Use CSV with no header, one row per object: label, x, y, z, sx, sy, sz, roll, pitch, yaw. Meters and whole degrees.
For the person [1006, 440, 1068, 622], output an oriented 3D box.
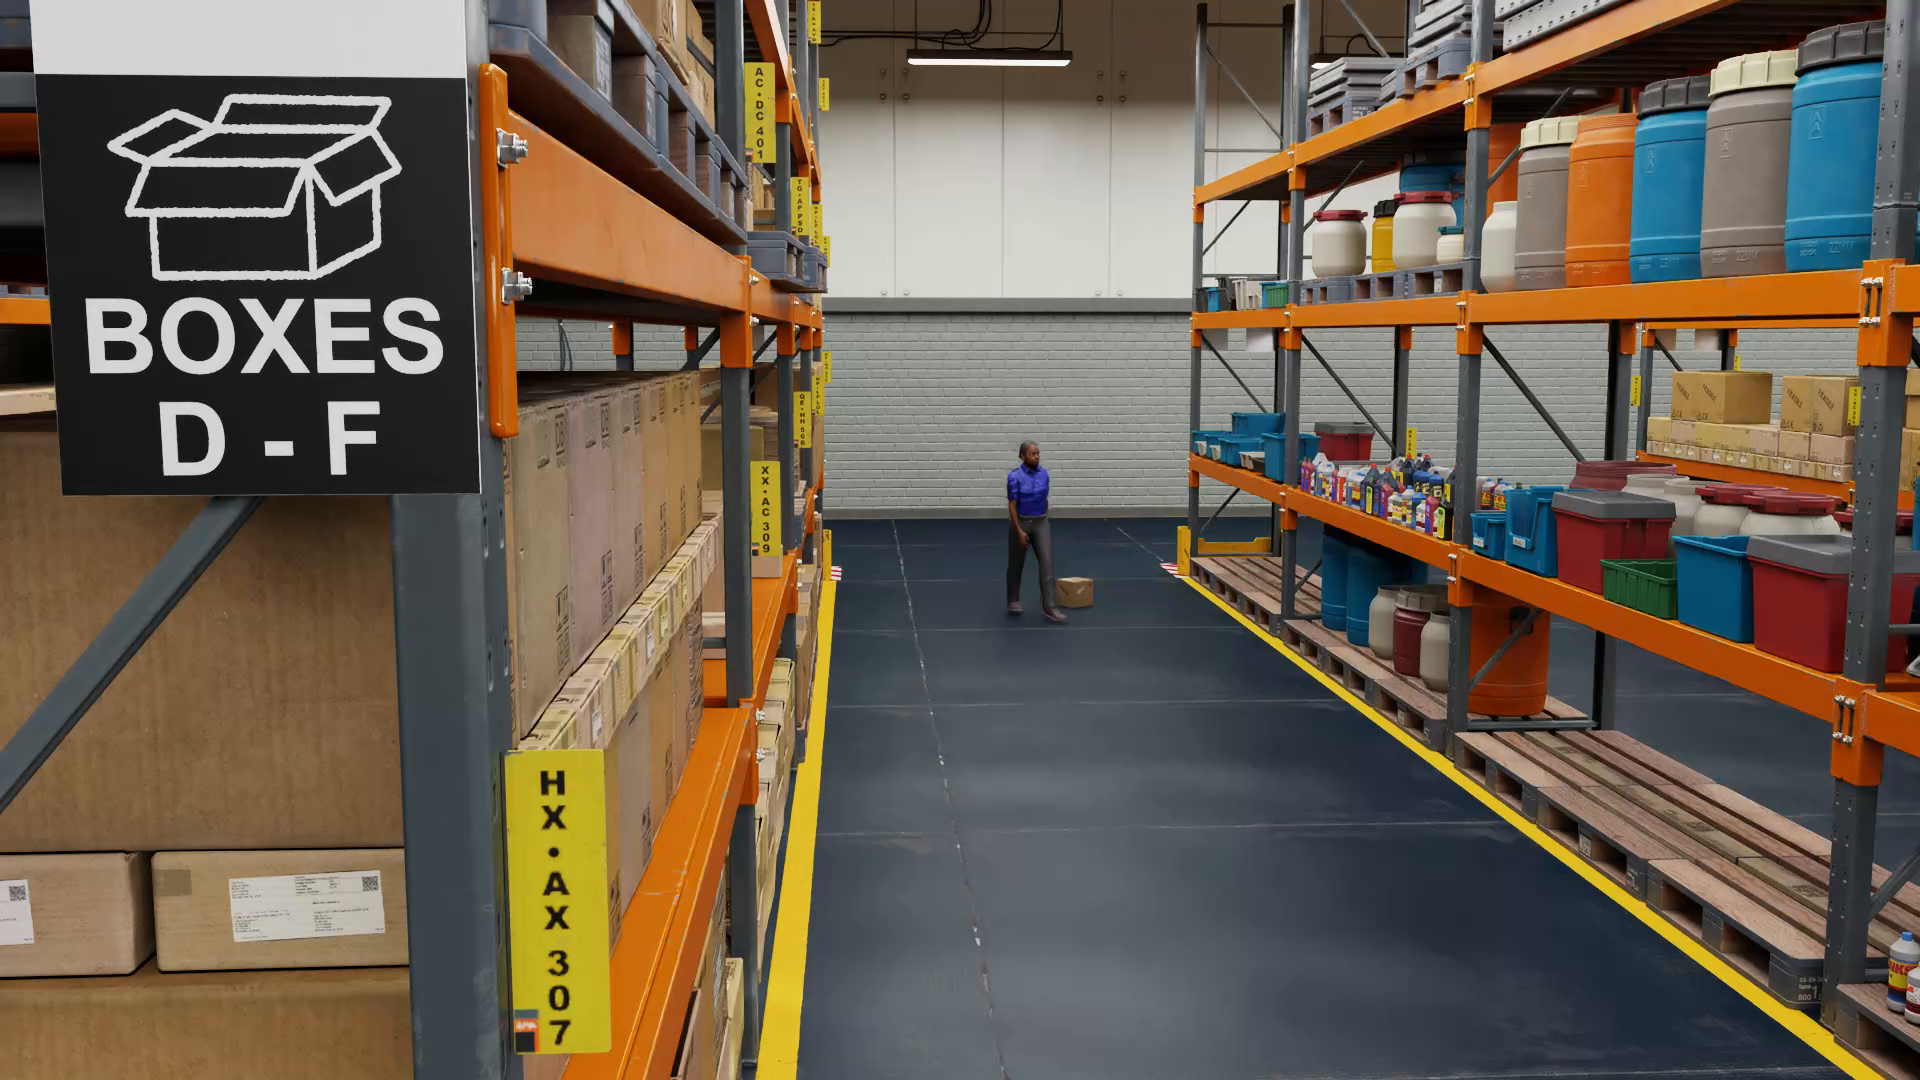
person,0.640,-0.105,15.066,0.443,1.608,0.906,-2,7,-18
